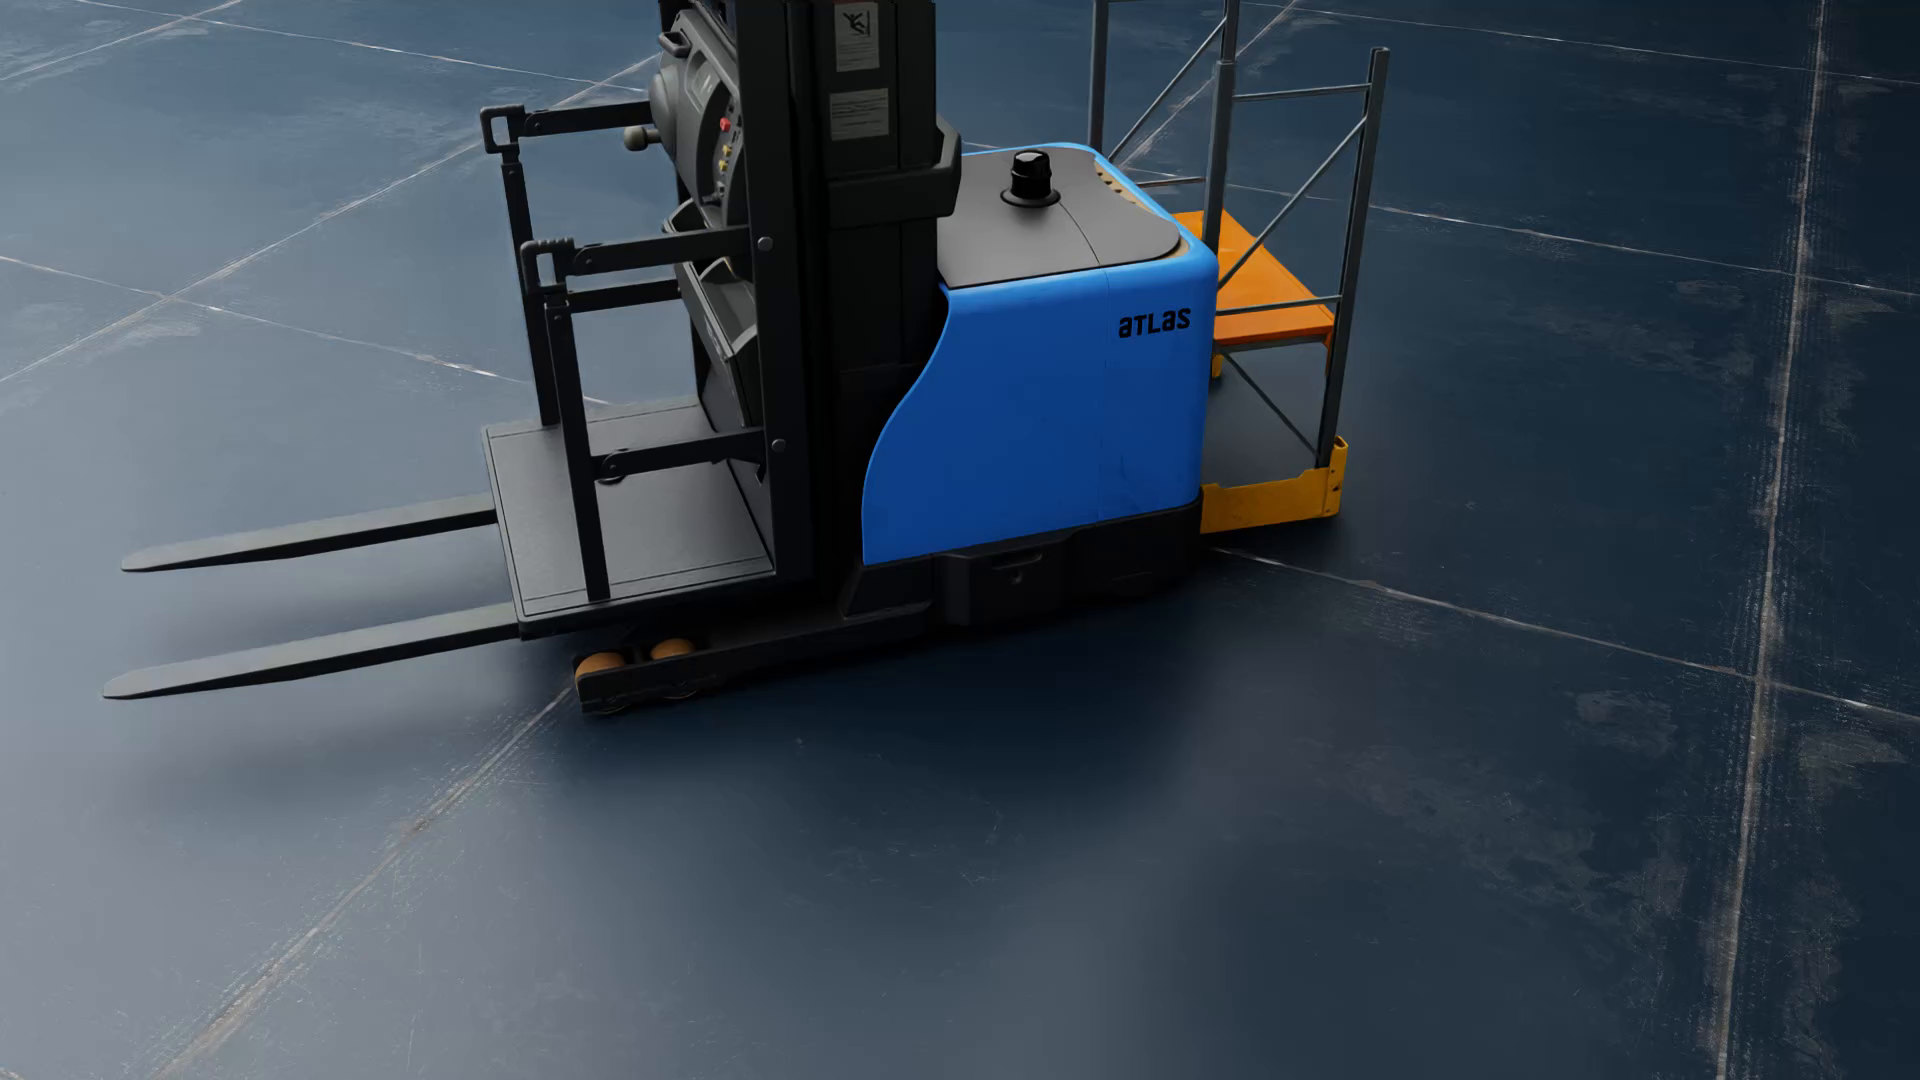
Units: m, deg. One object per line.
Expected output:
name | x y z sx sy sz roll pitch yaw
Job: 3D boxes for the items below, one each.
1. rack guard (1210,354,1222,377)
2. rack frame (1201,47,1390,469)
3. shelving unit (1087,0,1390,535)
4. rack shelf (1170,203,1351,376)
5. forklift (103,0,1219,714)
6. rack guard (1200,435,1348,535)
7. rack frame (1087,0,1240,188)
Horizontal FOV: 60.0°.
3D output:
rack guard | 0.681 -0.697 6.085 0.587 0.250 0.087 -8 34 -12
rack frame | 0.936 -0.691 4.936 0.500 1.500 0.032 -8 34 -12
shelving unit | 0.808 -0.956 5.340 0.587 1.500 1.083 -8 34 -12
rack shelf | 0.806 -0.810 5.446 0.538 0.185 1.000 -8 34 -12
forklift | -0.856 -1.079 4.222 3.031 2.935 1.130 -11 35 -16
rack guard | 0.936 -0.169 5.280 0.587 0.250 0.087 -8 34 -12
rack frame | 0.676 -1.230 5.758 0.500 1.500 0.032 -8 34 -12
